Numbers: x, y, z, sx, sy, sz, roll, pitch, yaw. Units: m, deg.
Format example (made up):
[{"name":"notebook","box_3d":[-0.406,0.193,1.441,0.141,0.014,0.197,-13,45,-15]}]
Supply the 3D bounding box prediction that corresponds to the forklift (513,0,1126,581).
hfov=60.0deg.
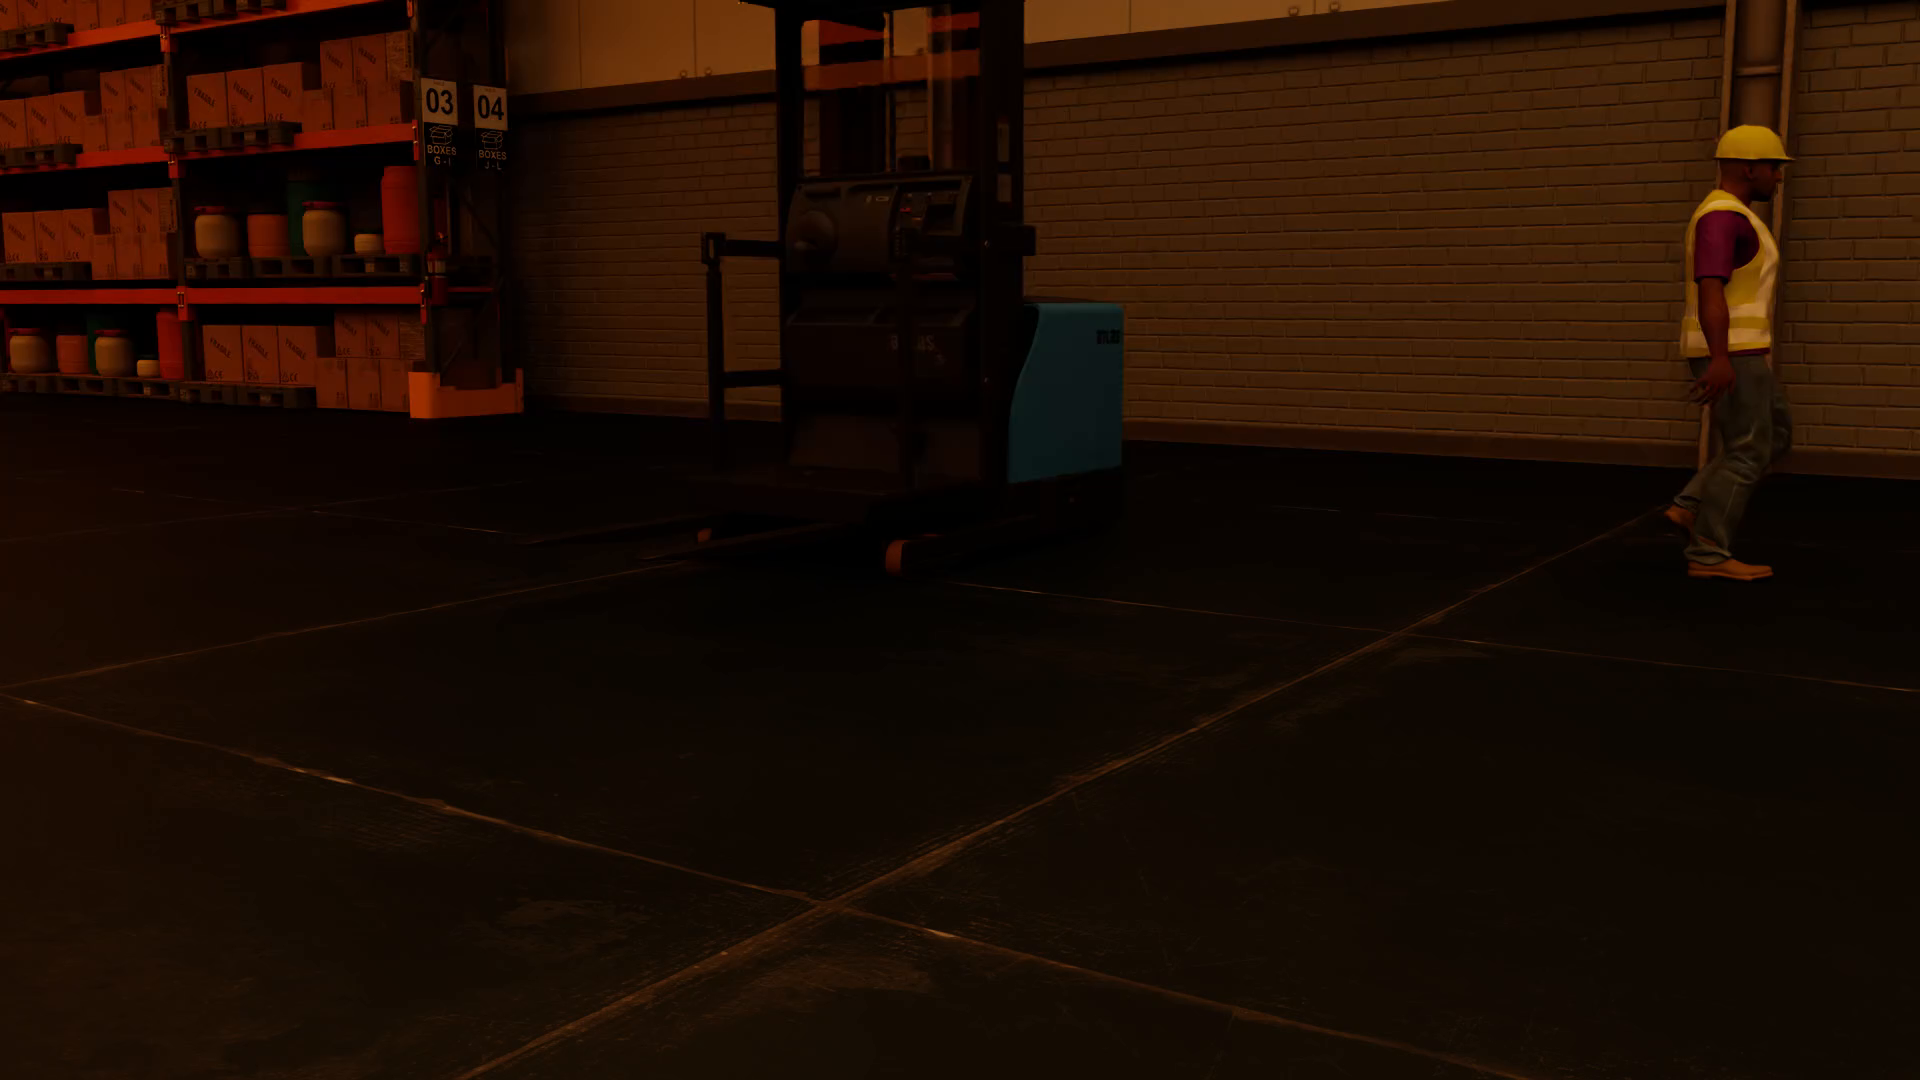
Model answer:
[{"name":"forklift","box_3d":[-0.466,-1.368,6.812,1.130,2.935,3.031,6,10,34]}]

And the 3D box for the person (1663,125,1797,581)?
[{"name":"person","box_3d":[3.041,-0.721,6.479,0.462,1.746,0.736,2,8,17]}]
